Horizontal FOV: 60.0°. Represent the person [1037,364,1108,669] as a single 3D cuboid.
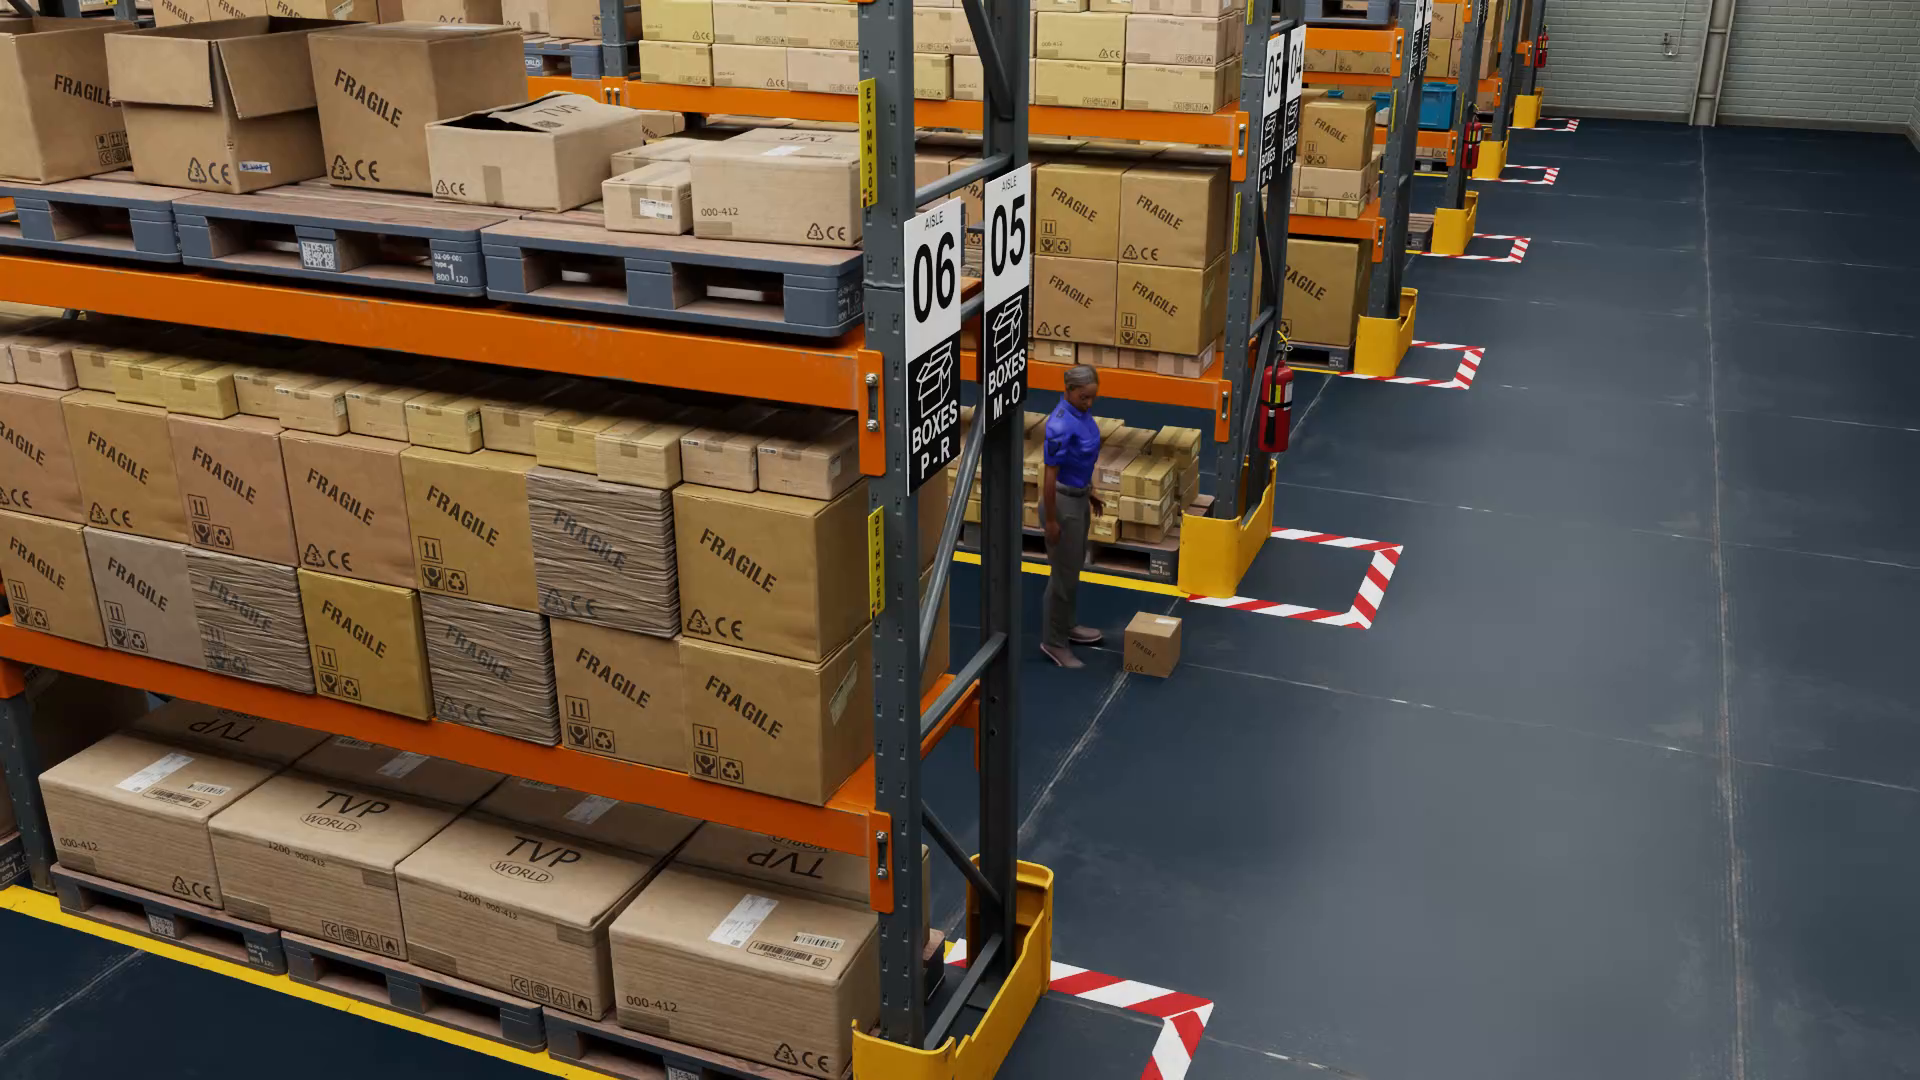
[{"bbox_3d":[0.606,-0.146,8.987,0.336,1.702,0.534,6,23,14],"label":"person"}]
